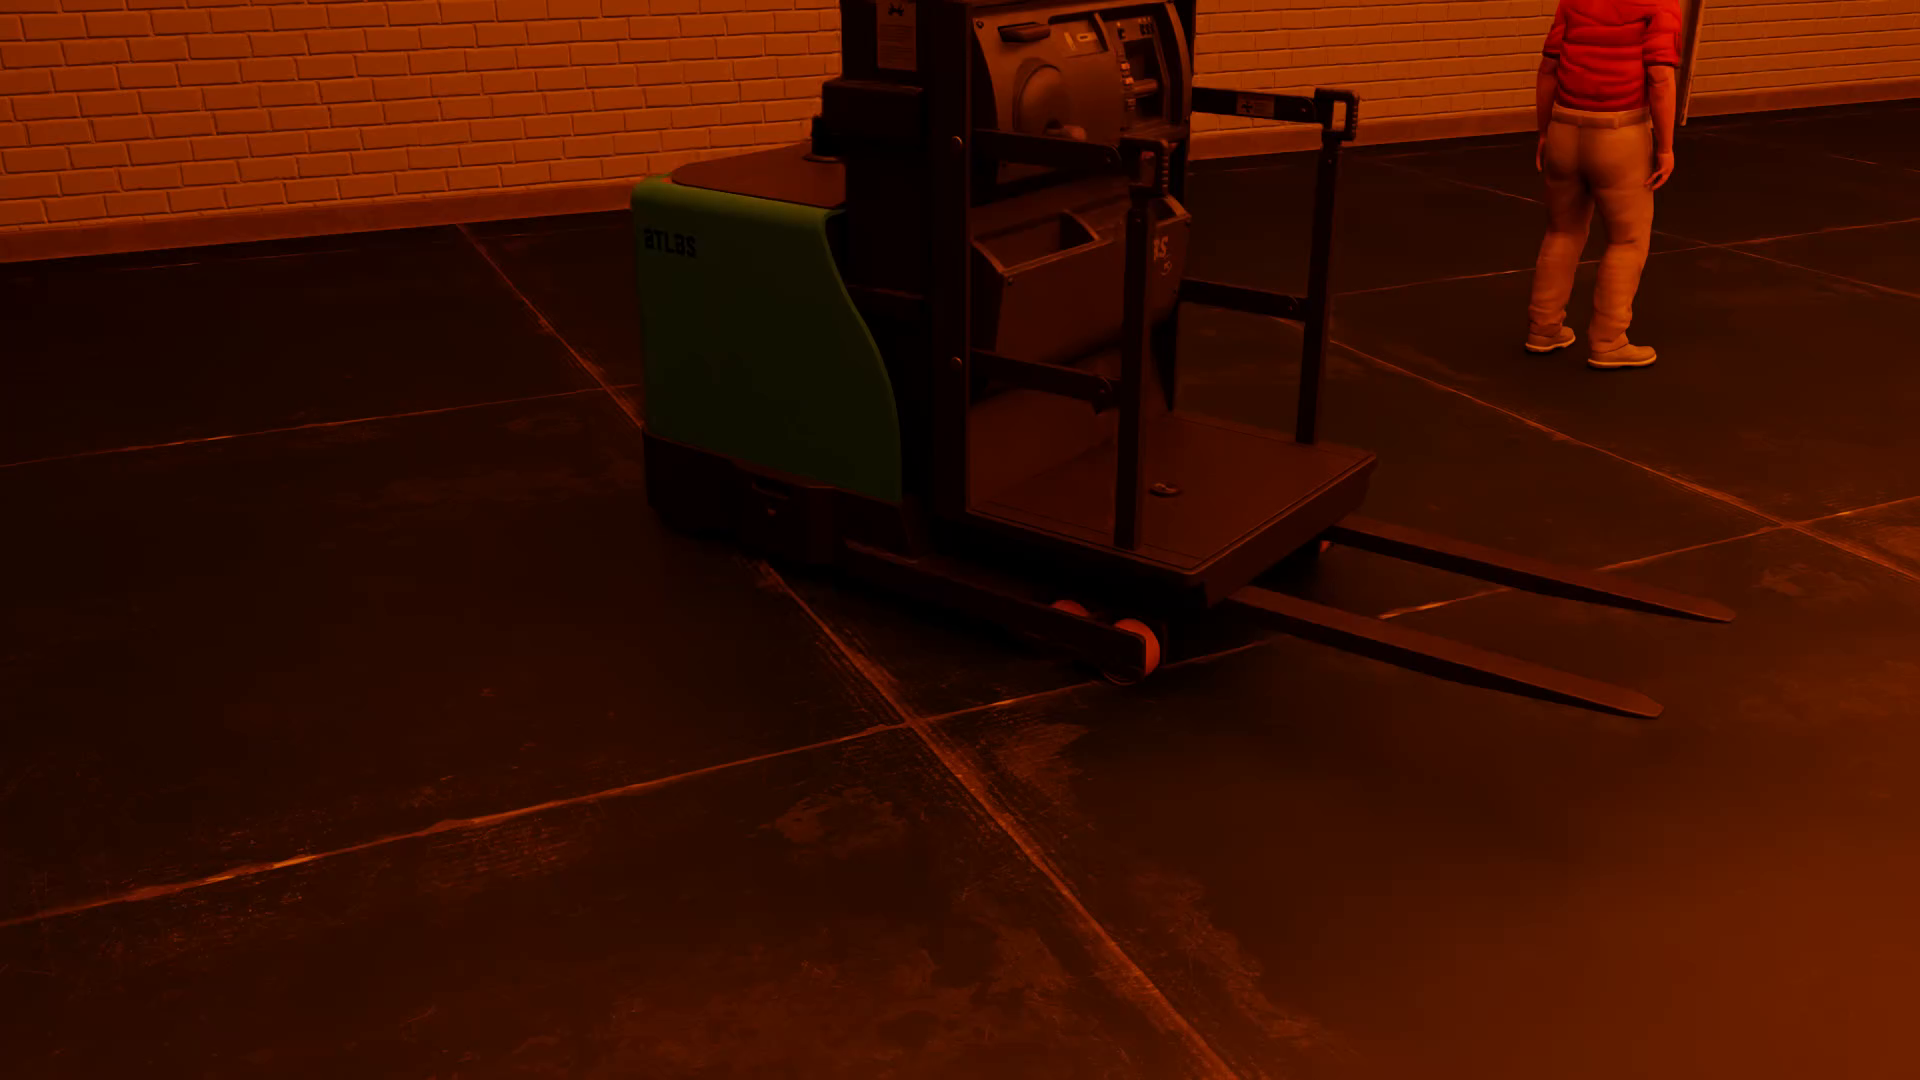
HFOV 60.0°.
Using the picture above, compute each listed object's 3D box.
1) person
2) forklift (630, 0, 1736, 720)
[{"bbox_3d":[2.569,-1.572,6.639,0.397,1.725,0.587,-17,28,-35],"label":"person"},{"bbox_3d":[0.502,-1.215,4.211,3.031,2.935,1.130,16,28,34],"label":"forklift"}]
